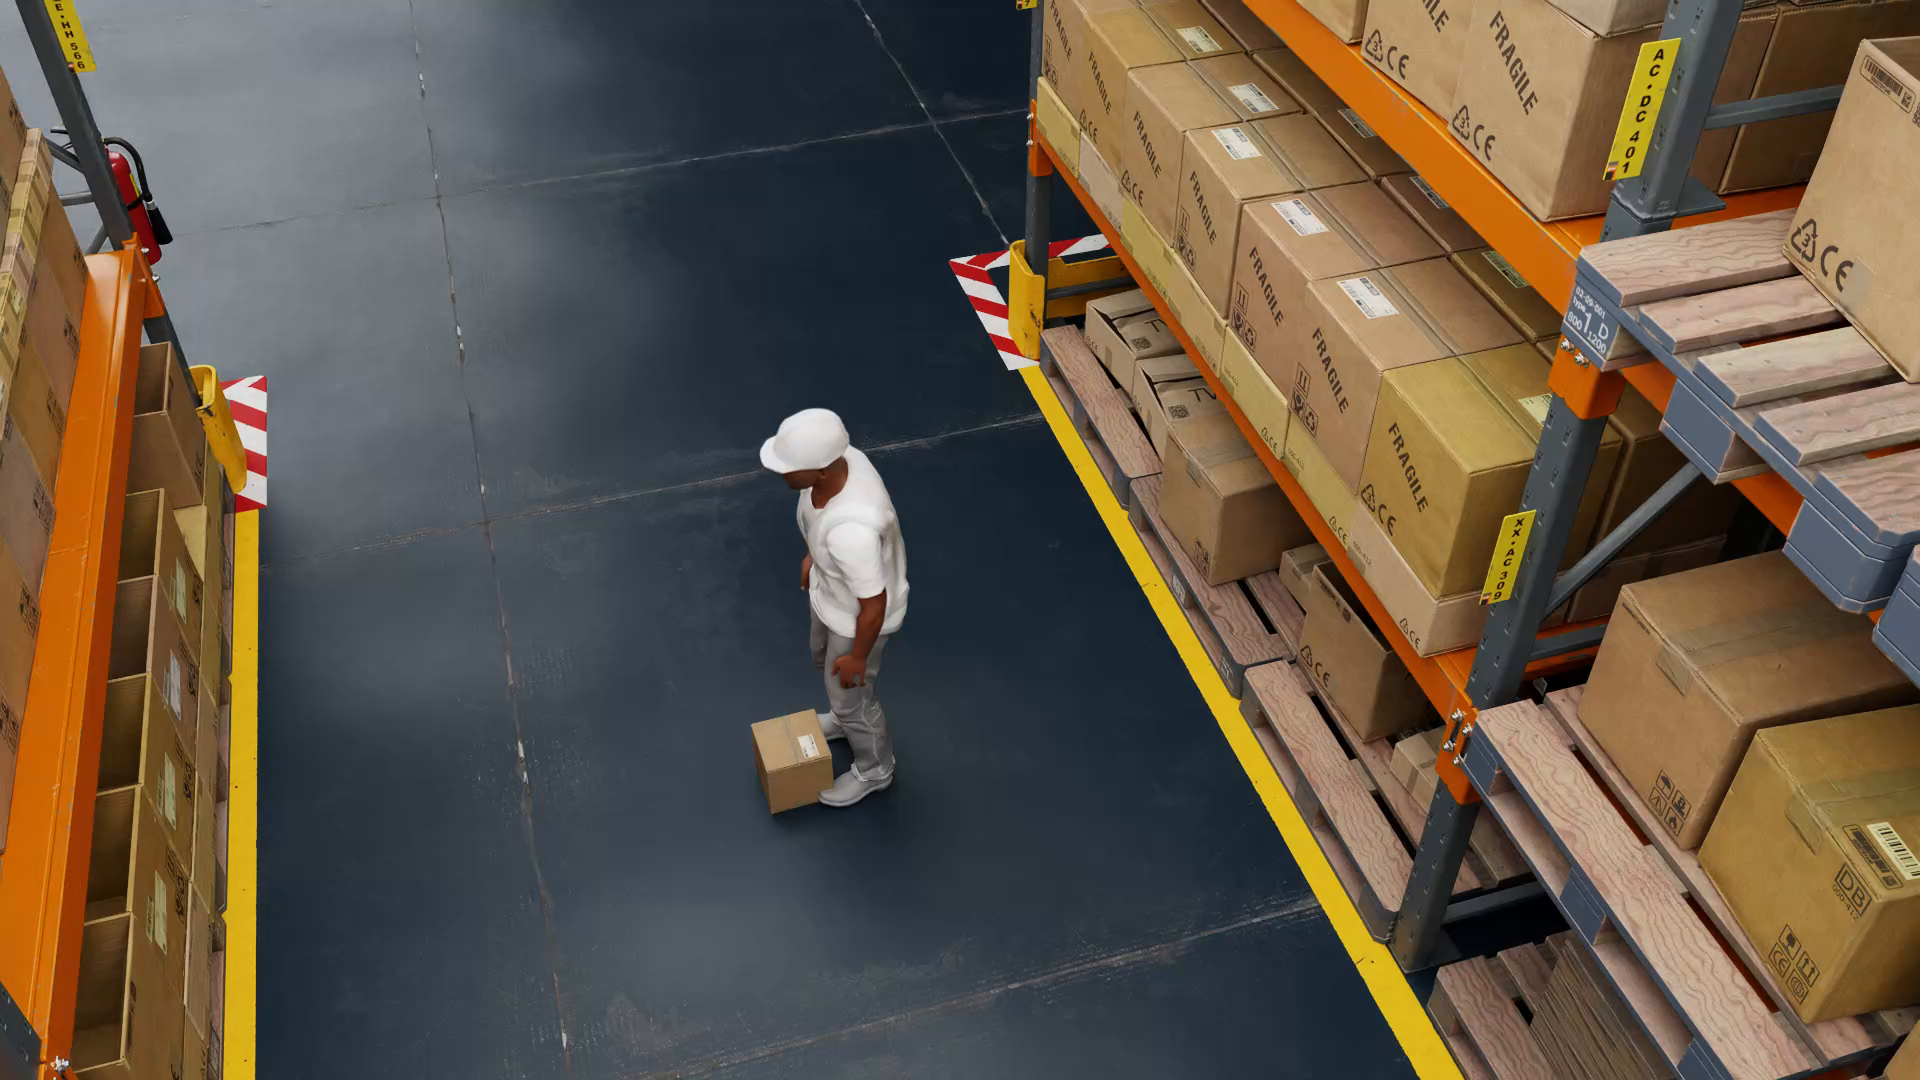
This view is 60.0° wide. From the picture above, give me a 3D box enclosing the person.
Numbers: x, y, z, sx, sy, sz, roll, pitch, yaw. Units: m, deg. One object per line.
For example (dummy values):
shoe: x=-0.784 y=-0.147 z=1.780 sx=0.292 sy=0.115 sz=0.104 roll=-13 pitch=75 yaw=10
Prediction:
person: x=-0.425 y=0.228 z=5.893 sx=0.459 sy=1.761 sz=0.626 roll=-12 pitch=43 yaw=-13
